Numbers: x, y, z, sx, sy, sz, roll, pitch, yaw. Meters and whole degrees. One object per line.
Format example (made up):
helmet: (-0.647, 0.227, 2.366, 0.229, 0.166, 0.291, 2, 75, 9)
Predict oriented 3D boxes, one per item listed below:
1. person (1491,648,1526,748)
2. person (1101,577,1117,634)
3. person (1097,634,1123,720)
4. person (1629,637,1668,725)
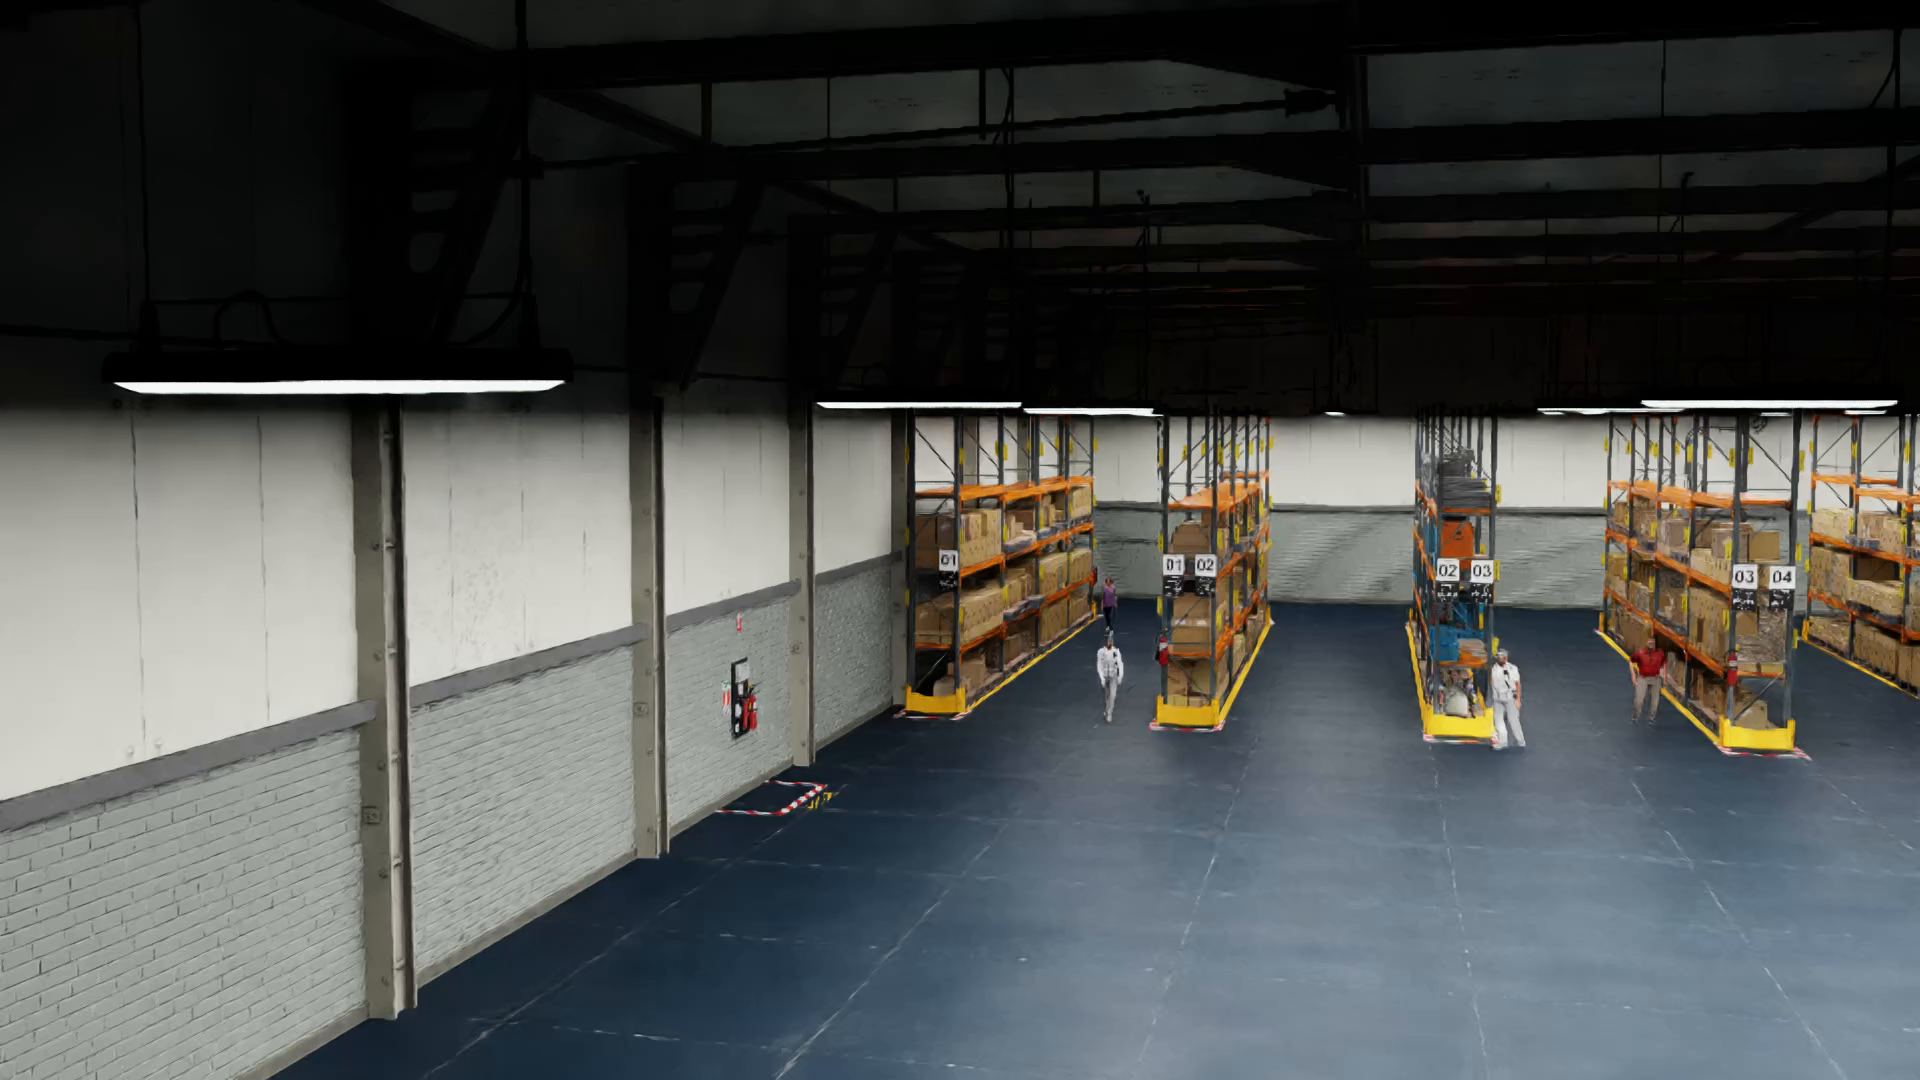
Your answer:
person: (9.563, 2.745, 28.981, 0.584, 1.747, 0.595, -3, 5, -37)
person: (3.959, 1.721, 44.336, 0.419, 1.514, 1.032, 1, 4, 12)
person: (2.849, 2.581, 31.678, 0.480, 1.616, 0.974, 1, 4, 11)
person: (12.881, 2.624, 31.129, 0.682, 1.676, 0.535, 1, 4, 12)
